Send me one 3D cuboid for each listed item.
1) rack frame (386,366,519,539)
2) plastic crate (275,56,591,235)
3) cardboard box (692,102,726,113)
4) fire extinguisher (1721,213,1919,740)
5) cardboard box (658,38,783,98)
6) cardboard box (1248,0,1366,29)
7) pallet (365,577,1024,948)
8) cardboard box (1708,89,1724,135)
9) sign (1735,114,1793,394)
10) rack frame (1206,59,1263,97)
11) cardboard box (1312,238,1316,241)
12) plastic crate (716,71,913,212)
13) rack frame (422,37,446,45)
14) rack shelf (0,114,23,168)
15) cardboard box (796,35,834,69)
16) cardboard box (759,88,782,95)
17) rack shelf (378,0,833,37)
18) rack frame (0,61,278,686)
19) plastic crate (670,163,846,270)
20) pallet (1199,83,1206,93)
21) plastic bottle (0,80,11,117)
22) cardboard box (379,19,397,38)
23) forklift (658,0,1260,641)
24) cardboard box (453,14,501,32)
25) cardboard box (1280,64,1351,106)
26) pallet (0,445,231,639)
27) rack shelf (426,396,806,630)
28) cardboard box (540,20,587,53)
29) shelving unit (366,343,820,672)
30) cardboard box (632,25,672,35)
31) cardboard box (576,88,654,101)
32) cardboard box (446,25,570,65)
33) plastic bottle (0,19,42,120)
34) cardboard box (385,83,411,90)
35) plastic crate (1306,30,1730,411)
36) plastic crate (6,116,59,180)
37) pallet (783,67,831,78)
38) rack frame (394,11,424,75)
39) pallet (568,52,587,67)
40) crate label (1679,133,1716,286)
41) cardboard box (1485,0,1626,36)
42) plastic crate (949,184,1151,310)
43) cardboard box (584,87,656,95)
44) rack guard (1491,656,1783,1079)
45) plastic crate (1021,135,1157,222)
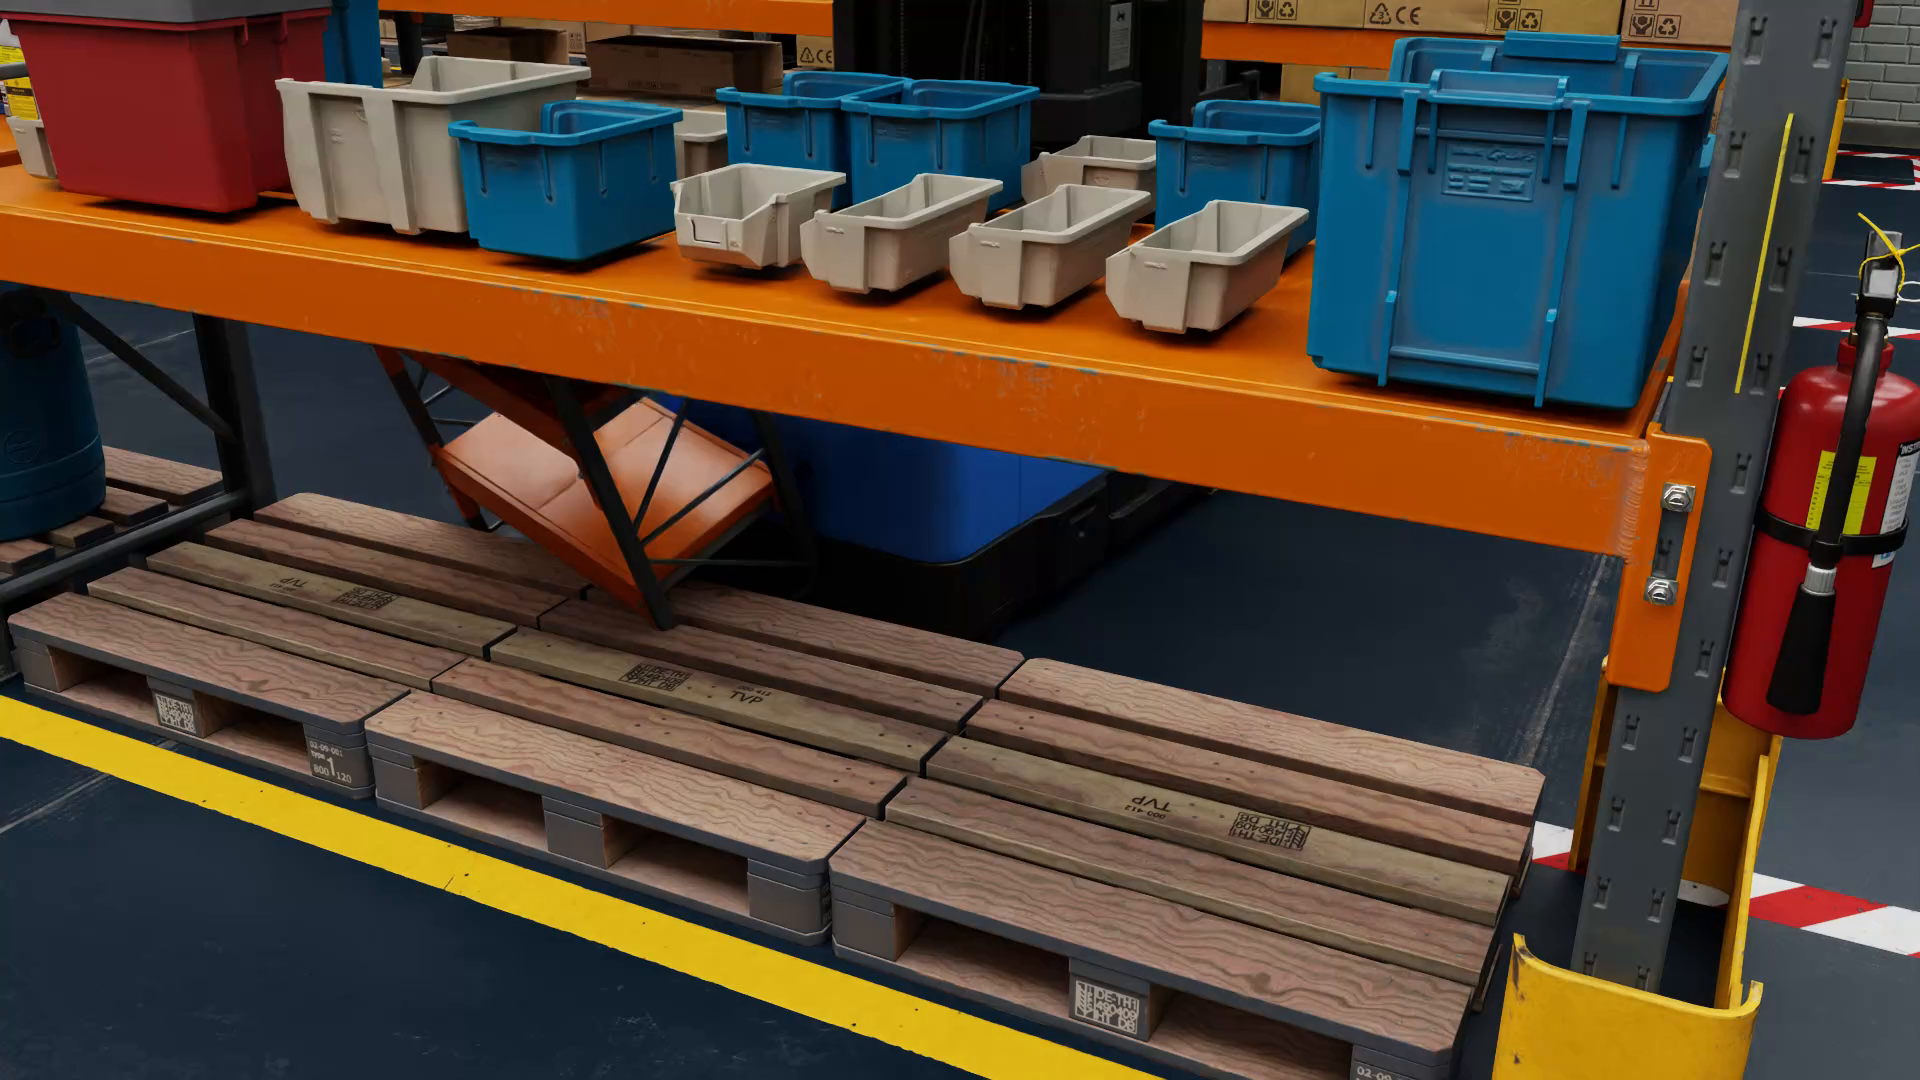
[{"bbox_3d":[-1.353,-0.493,4.721,0.032,1.125,0.500,28,57,37],"label":"rack frame"},{"bbox_3d":[-1.080,-0.811,3.398,0.530,0.282,0.437,11,25,25],"label":"plastic crate"},{"bbox_3d":[-1.128,-2.030,8.823,0.500,0.500,0.500,11,26,25],"label":"cardboard box"},{"bbox_3d":[1.140,-0.073,2.164,0.183,0.674,0.296,11,25,25],"label":"fire extinguisher"},{"bbox_3d":[-1.335,-2.645,9.311,0.500,0.250,0.500,11,26,25],"label":"cardboard box"},{"bbox_3d":[1.569,-2.494,7.154,0.500,0.500,0.500,11,25,24],"label":"cardboard box"},{"bbox_3d":[-0.593,0.443,3.939,1.213,0.211,1.003,11,25,25],"label":"pallet"},{"bbox_3d":[5.011,-3.057,11.263,0.500,0.500,0.700,11,25,25],"label":"cardboard box"},{"bbox_3d":[0.977,-0.346,2.021,0.005,0.325,0.100,11,25,25],"label":"sign"},{"bbox_3d":[2.111,-4.632,12.308,0.127,3.000,1.000,11,25,25],"label":"rack frame"},{"bbox_3d":[1.558,-1.625,7.865,0.637,0.503,0.797,11,25,25],"label":"cardboard box"},{"bbox_3d":[-0.304,-0.860,3.577,0.300,0.233,0.416,11,25,25],"label":"plastic crate"},{"bbox_3d":[-5.028,-6.044,15.630,0.127,3.000,1.000,11,25,25],"label":"rack frame"},{"bbox_3d":[-4.144,-1.194,5.144,4.000,0.370,1.077,11,25,25],"label":"rack shelf"},{"bbox_3d":[-0.862,-4.366,13.895,0.750,0.750,0.750,11,25,24],"label":"cardboard box"},{"bbox_3d":[-0.924,-2.214,9.255,0.500,0.500,0.500,12,26,25],"label":"cardboard box"},{"bbox_3d":[-1.906,-2.923,9.210,4.000,0.370,1.077,11,25,25],"label":"rack shelf"},{"bbox_3d":[-2.359,-1.172,4.172,0.127,3.000,1.000,11,25,25],"label":"rack frame"},{"bbox_3d":[-0.383,-0.595,3.077,0.250,0.136,0.298,11,25,25],"label":"plastic crate"},{"bbox_3d":[1.388,-3.458,13.113,1.213,0.211,1.003,11,25,25],"label":"pallet"},{"bbox_3d":[-2.724,-1.332,4.802,0.097,0.201,0.097,0,23,0],"label":"plastic bottle"},{"bbox_3d":[-5.519,-5.027,16.296,0.250,0.166,0.380,8,24,18],"label":"cardboard box"},{"bbox_3d":[0.353,-1.589,5.241,1.130,2.935,3.031,14,27,30],"label":"forklift"},{"bbox_3d":[-4.364,-4.972,15.741,0.500,0.500,0.700,12,26,26],"label":"cardboard box"},{"bbox_3d":[2.732,-3.507,12.321,0.500,0.500,0.700,12,26,25],"label":"cardboard box"},{"bbox_3d":[-3.029,-0.039,5.073,1.213,0.211,1.003,11,25,25],"label":"pallet"},{"bbox_3d":[-0.948,-0.125,4.584,1.000,0.278,0.538,28,57,37],"label":"rack shelf"},{"bbox_3d":[-3.443,-4.794,15.323,0.500,0.500,0.700,12,26,25],"label":"cardboard box"},{"bbox_3d":[-0.993,-0.299,4.418,1.048,1.125,0.538,28,57,37],"label":"shelving unit"},{"bbox_3d":[-2.532,-4.631,14.938,0.500,0.500,0.700,11,25,24],"label":"cardboard box"},{"bbox_3d":[-2.030,-2.208,9.241,0.500,0.500,0.500,10,25,23],"label":"cardboard box"},{"bbox_3d":[-2.698,-2.913,9.940,0.500,0.250,0.500,12,26,27],"label":"cardboard box"},{"bbox_3d":[-2.563,-1.332,4.611,0.185,0.351,0.144,11,25,25],"label":"plastic bottle"},{"bbox_3d":[-2.944,-2.389,9.666,0.500,0.500,0.500,10,25,23],"label":"cardboard box"},{"bbox_3d":[0.827,-0.503,2.478,0.499,0.435,0.616,11,25,25],"label":"plastic crate"},{"bbox_3d":[-2.008,-0.946,3.902,0.243,0.136,0.396,11,25,25],"label":"plastic crate"},{"bbox_3d":[-0.789,-3.889,14.126,1.213,0.211,1.003,11,25,25],"label":"pallet"},{"bbox_3d":[-3.691,-3.607,9.900,0.127,3.000,1.000,11,25,25],"label":"rack frame"},{"bbox_3d":[-3.240,-4.409,15.348,1.213,0.211,1.003,11,25,25],"label":"pallet"},{"bbox_3d":[1.139,-0.575,2.905,0.303,0.233,0.416,11,25,25],"label":"crate label"},{"bbox_3d":[2.462,-2.315,6.733,0.500,0.500,0.500,11,26,25],"label":"cardboard box"},{"bbox_3d":[0.149,-0.509,2.873,0.243,0.136,0.396,11,25,25],"label":"plastic crate"},{"bbox_3d":[-1.817,-2.394,9.679,0.500,0.500,0.500,10,25,23],"label":"cardboard box"},{"bbox_3d":[1.238,0.685,3.001,0.348,0.500,1.175,11,25,25],"label":"rack guard"},{"bbox_3d":[0.284,-0.736,3.407,0.298,0.136,0.250,11,25,25],"label":"plastic crate"}]
